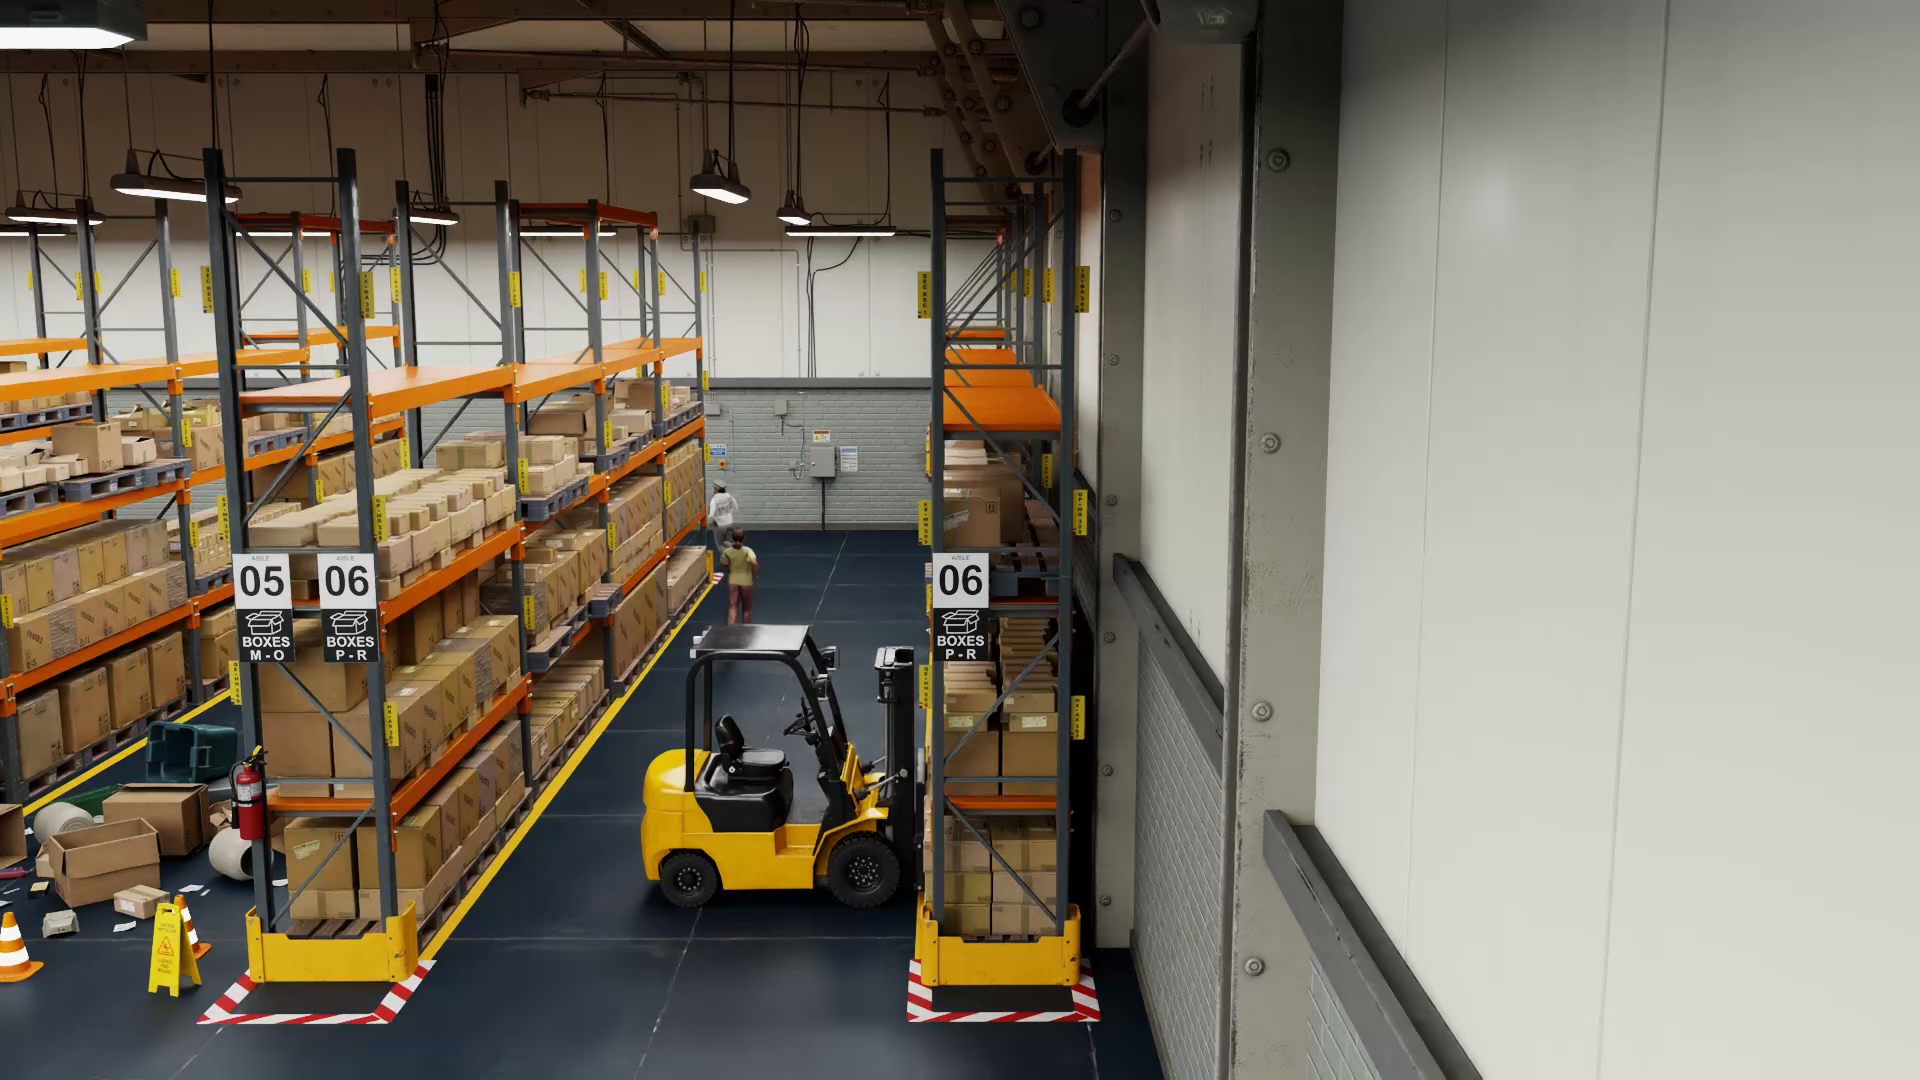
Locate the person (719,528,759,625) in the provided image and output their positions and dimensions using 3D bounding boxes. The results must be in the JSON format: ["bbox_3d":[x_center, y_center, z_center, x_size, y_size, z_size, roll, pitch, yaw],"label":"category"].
[{"bbox_3d":[-3.043,0.647,23.047,0.560,1.646,0.970,0,9,0],"label":"person"}]

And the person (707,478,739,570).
[{"bbox_3d":[-4.131,-0.260,28.941,0.500,1.634,0.642,6,11,33],"label":"person"}]
